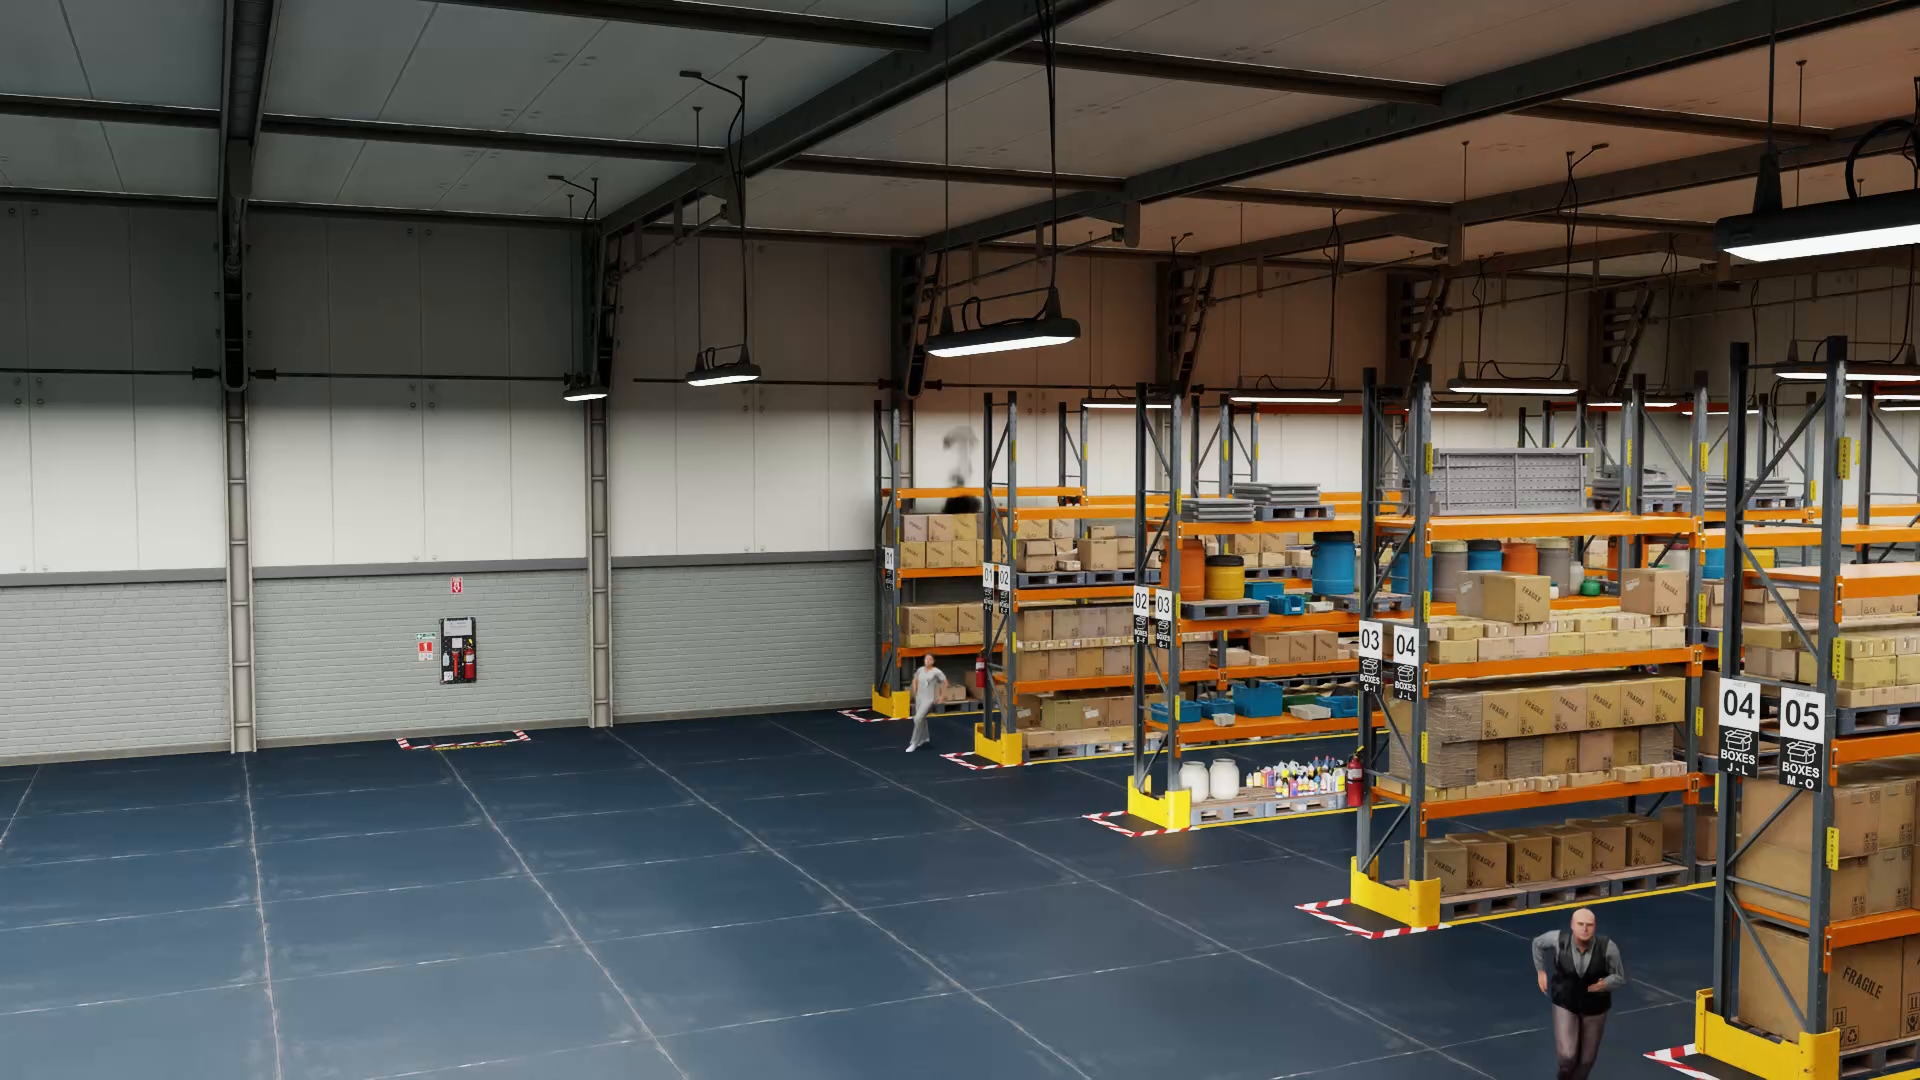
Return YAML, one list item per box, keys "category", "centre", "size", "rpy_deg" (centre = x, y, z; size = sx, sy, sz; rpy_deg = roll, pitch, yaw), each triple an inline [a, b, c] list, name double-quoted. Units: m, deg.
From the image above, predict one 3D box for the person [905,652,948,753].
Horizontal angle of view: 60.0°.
- category: "person"
  centre: [-0.559, 2.708, 27.932]
  size: [0.645, 1.676, 0.716]
  rpy_deg: [2, 4, 34]

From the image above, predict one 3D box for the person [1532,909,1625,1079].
- category: "person"
  centre: [4.721, 3.600, 12.705]
  size: [0.644, 1.646, 0.765]
  rpy_deg: [1, 3, 13]
